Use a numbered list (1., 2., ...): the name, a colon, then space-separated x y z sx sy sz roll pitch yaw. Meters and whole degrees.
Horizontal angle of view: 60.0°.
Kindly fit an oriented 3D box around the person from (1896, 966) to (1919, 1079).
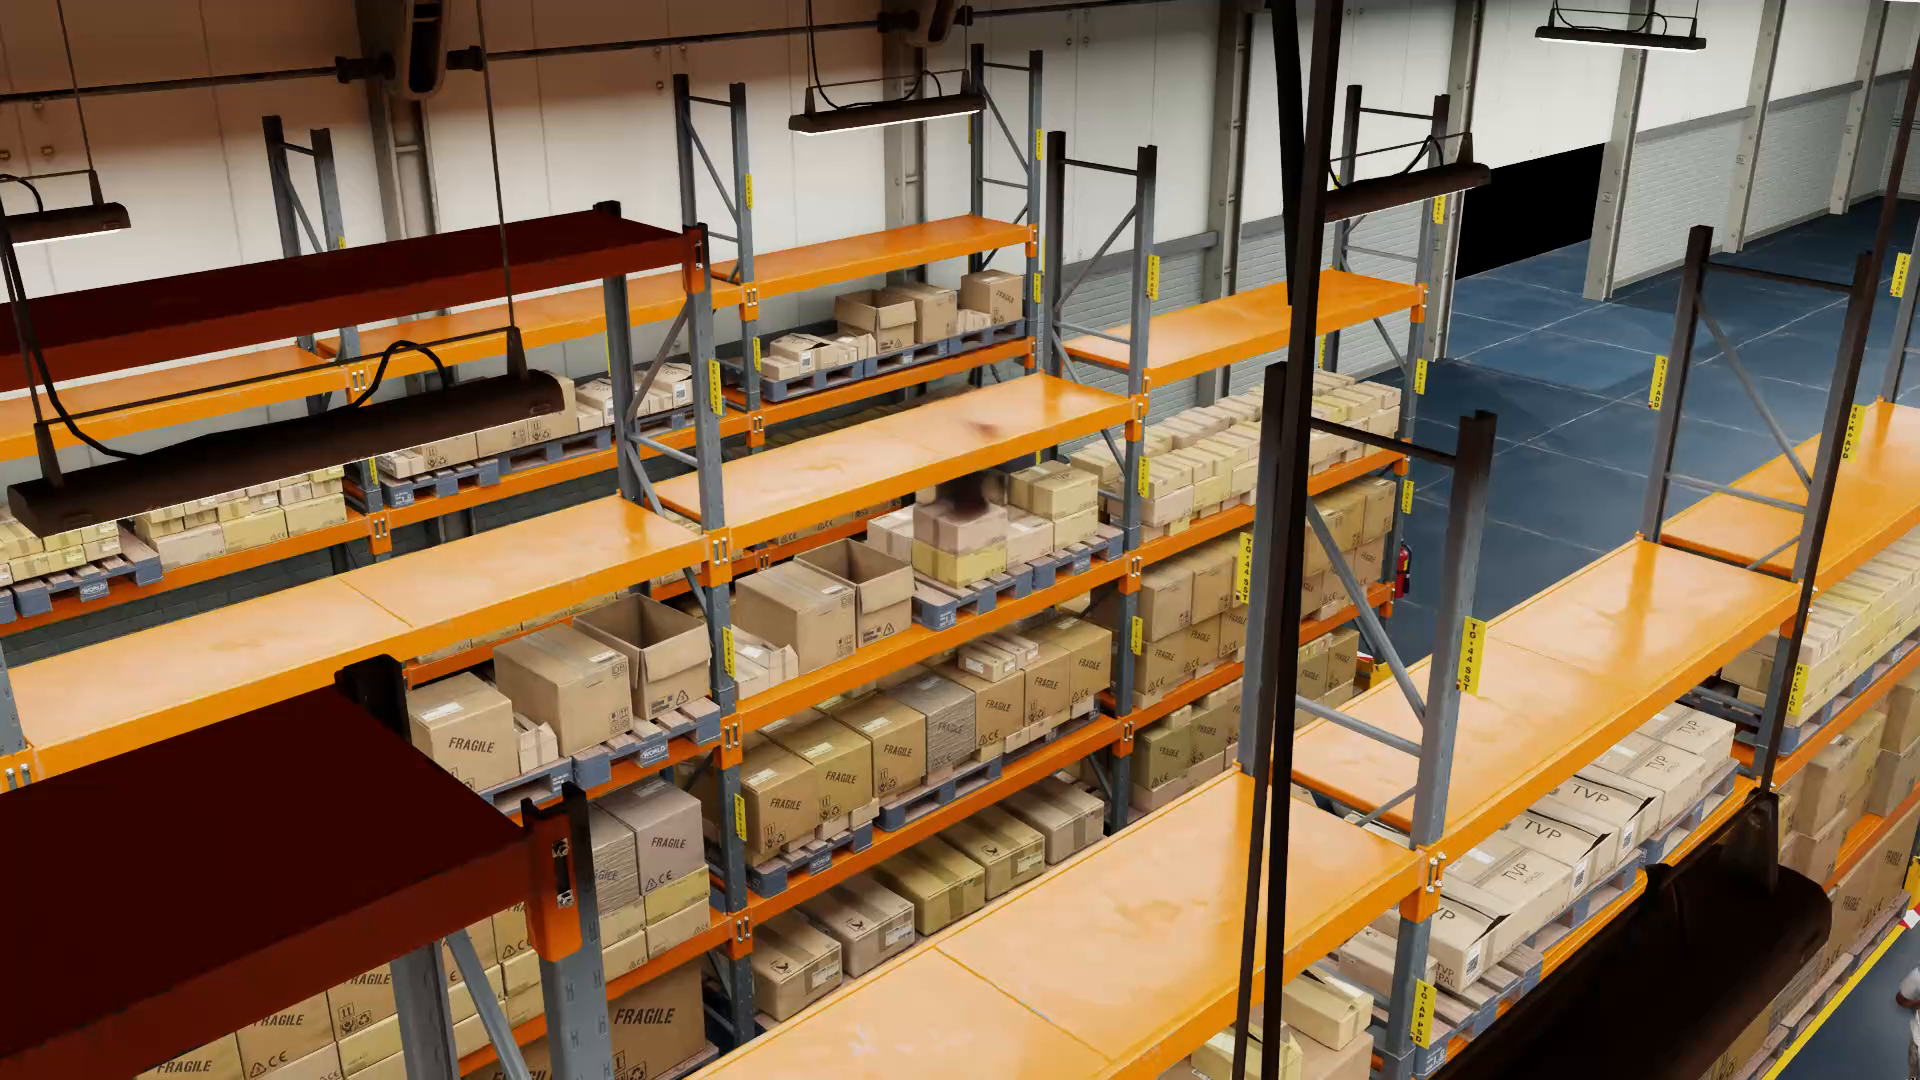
1. person: 6.393 3.232 10.764 0.684 1.732 0.594 13 26 29
